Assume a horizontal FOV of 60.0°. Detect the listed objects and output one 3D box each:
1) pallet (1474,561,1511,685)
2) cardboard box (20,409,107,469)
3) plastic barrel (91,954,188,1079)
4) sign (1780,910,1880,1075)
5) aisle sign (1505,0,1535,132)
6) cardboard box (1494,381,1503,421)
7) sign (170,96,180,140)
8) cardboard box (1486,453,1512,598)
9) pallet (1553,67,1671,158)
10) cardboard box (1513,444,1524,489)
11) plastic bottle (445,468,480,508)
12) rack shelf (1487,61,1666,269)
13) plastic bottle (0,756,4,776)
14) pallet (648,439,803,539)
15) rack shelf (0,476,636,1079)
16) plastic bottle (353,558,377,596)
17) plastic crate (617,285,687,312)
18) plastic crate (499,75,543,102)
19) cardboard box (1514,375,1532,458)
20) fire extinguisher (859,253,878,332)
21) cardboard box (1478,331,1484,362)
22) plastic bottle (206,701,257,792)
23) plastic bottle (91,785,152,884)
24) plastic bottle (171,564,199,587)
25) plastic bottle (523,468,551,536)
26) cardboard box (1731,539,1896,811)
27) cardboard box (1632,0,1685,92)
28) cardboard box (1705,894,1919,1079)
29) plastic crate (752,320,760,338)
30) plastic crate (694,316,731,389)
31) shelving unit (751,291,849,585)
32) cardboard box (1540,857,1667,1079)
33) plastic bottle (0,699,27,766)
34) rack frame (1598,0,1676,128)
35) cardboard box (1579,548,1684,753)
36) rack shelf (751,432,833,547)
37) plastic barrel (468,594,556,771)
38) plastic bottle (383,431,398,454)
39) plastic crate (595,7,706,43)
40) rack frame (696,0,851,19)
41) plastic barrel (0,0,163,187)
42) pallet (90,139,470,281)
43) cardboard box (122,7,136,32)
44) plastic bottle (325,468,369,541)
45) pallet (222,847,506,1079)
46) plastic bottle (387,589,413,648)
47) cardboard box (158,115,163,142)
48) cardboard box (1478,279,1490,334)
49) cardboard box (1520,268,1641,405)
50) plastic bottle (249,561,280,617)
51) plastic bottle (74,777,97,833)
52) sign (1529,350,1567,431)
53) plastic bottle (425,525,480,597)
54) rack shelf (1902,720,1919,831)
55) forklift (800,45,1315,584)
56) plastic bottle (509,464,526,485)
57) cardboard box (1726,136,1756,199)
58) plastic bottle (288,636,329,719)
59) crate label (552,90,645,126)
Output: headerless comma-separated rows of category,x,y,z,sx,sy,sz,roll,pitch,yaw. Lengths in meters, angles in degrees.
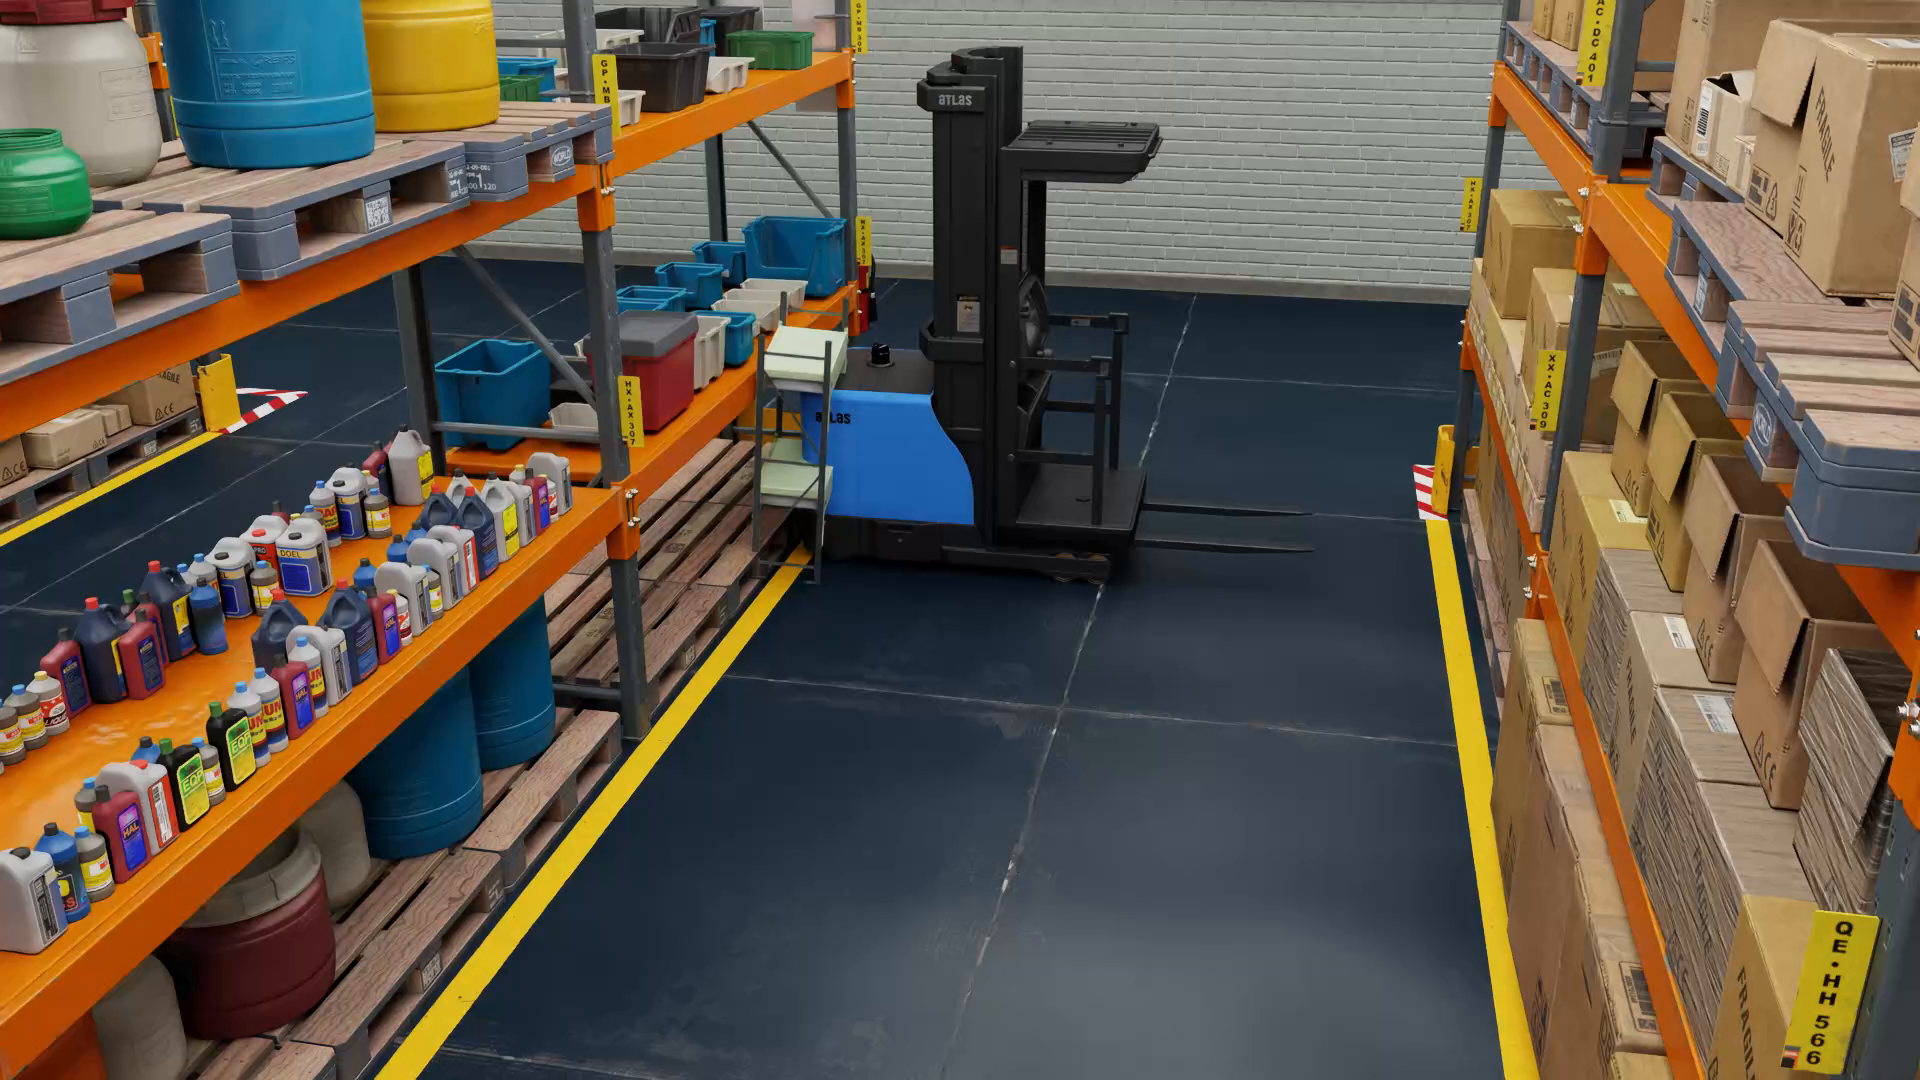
pallet,3.329,0.468,8.908,1.003,0.211,1.213,4,22,11
cardboard box,-6.123,-0.691,11.145,0.500,0.250,0.500,4,22,11
plastic barrel,-2.703,1.546,5.269,0.421,0.512,0.421,0,22,0
sign,1.491,0.779,2.854,0.100,0.325,0.005,4,22,11
aisle sign,3.388,-2.823,9.869,0.394,0.787,0.004,4,22,11
cardboard box,2.907,-0.688,8.384,0.380,0.149,0.250,5,22,12
sign,-5.491,-2.959,11.712,0.100,0.325,0.005,4,22,11
cardboard box,3.429,-0.205,9.128,0.875,0.875,0.875,4,22,11
pallet,3.028,-1.754,6.797,1.003,0.211,1.213,4,22,11
cardboard box,2.697,-0.313,7.453,0.380,0.149,0.250,4,22,10
plastic bottle,-2.006,-0.110,6.678,0.144,0.351,0.185,4,22,11
rack shelf,3.259,-1.895,7.990,1.077,0.370,4.000,4,22,11
plastic bottle,-2.981,0.591,5.042,0.097,0.271,0.097,0,22,0
pallet,-1.388,-0.354,10.949,1.003,0.211,1.213,4,22,11
rack shelf,-2.406,0.582,5.856,1.077,0.370,4.000,4,22,11
plastic bottle,-2.140,0.195,6.027,0.097,0.271,0.097,0,22,0
plastic crate,-1.823,-1.349,9.833,0.416,0.233,0.300,4,22,11
plastic crate,-2.207,-1.954,7.459,0.450,0.188,0.662,4,22,11
cardboard box,2.787,-0.545,7.494,0.500,0.250,0.500,5,23,13
fire extinguisher,-0.706,-1.758,11.305,0.296,0.674,0.183,4,22,11
cardboard box,3.117,-1.064,9.317,0.380,0.149,0.250,4,22,10
plastic bottle,-2.196,0.601,5.002,0.061,0.283,0.133,4,22,11
plastic bottle,-2.298,0.784,4.549,0.061,0.283,0.133,4,22,11
plastic bottle,-2.772,0.216,5.974,0.097,0.271,0.097,0,22,0
plastic bottle,-1.764,-0.172,6.922,0.061,0.283,0.133,4,22,11
cardboard box,2.335,0.341,4.014,0.797,0.503,0.637,5,22,12
cardboard box,2.952,-2.075,6.646,0.700,0.500,0.500,3,22,8
cardboard box,1.893,1.112,3.444,0.500,0.500,0.500,5,23,13
plastic crate,-1.319,-1.221,9.643,0.298,0.136,0.250,4,22,11
plastic crate,-1.506,-1.000,8.900,0.437,0.282,0.530,4,22,11
shelving unit,-0.931,-0.596,9.692,0.431,1.500,0.755,6,27,1
cardboard box,2.385,1.572,4.717,1.225,0.875,0.875,5,22,11
plastic bottle,-2.961,0.588,5.143,0.097,0.201,0.097,0,22,0
rack frame,2.851,-2.888,5.479,1.000,3.000,0.127,4,22,11
cardboard box,2.308,0.364,5.300,0.500,0.500,0.500,4,22,10
rack shelf,-0.957,-0.306,9.840,0.431,0.370,0.720,6,27,1
plastic barrel,-2.126,0.493,7.360,0.600,0.901,0.708,4,22,11
plastic bottle,-2.490,-0.327,7.307,0.061,0.283,0.133,4,22,11
plastic crate,-1.763,-2.771,9.286,0.504,0.338,0.767,4,22,11
rack frame,-1.182,-4.729,10.049,1.000,3.000,0.127,4,22,11
plastic barrel,-2.600,-1.329,4.880,0.433,0.535,0.433,0,22,0
pallet,-2.291,-1.078,5.252,1.003,0.211,1.213,4,22,11
cardboard box,-5.877,-3.439,11.062,0.500,0.250,0.500,4,22,11
plastic bottle,-2.540,-0.151,6.880,0.152,0.276,0.135,4,22,11
pallet,-2.443,1.537,6.255,1.003,0.211,1.213,4,22,11
plastic bottle,-2.011,0.274,5.923,0.097,0.201,0.097,0,22,0
cardboard box,-5.852,-2.651,11.449,0.500,0.500,0.500,4,22,10
cardboard box,3.205,-1.291,9.347,0.500,0.250,0.500,4,22,10
cardboard box,2.789,-0.893,7.355,0.500,0.500,0.500,5,22,11
plastic bottle,-2.576,0.176,6.168,0.097,0.201,0.097,0,22,0
plastic bottle,-2.441,0.766,4.701,0.097,0.201,0.097,0,22,0
sign,2.307,-0.586,6.527,0.100,0.325,0.005,4,22,11
plastic bottle,-1.939,0.061,6.352,0.152,0.276,0.135,4,22,11
rack shelf,1.626,1.031,0.726,1.077,0.370,4.000,4,22,11
forklift,0.619,-1.316,9.699,3.031,2.935,1.130,4,22,10
plastic bottle,-1.888,-0.225,7.162,0.097,0.201,0.097,0,22,0
cardboard box,2.400,-1.042,4.685,0.380,0.149,0.250,4,22,9
plastic bottle,-2.123,0.443,5.410,0.097,0.271,0.097,0,22,0
crate label,-1.615,-1.909,7.416,0.293,0.136,0.466,4,22,11
